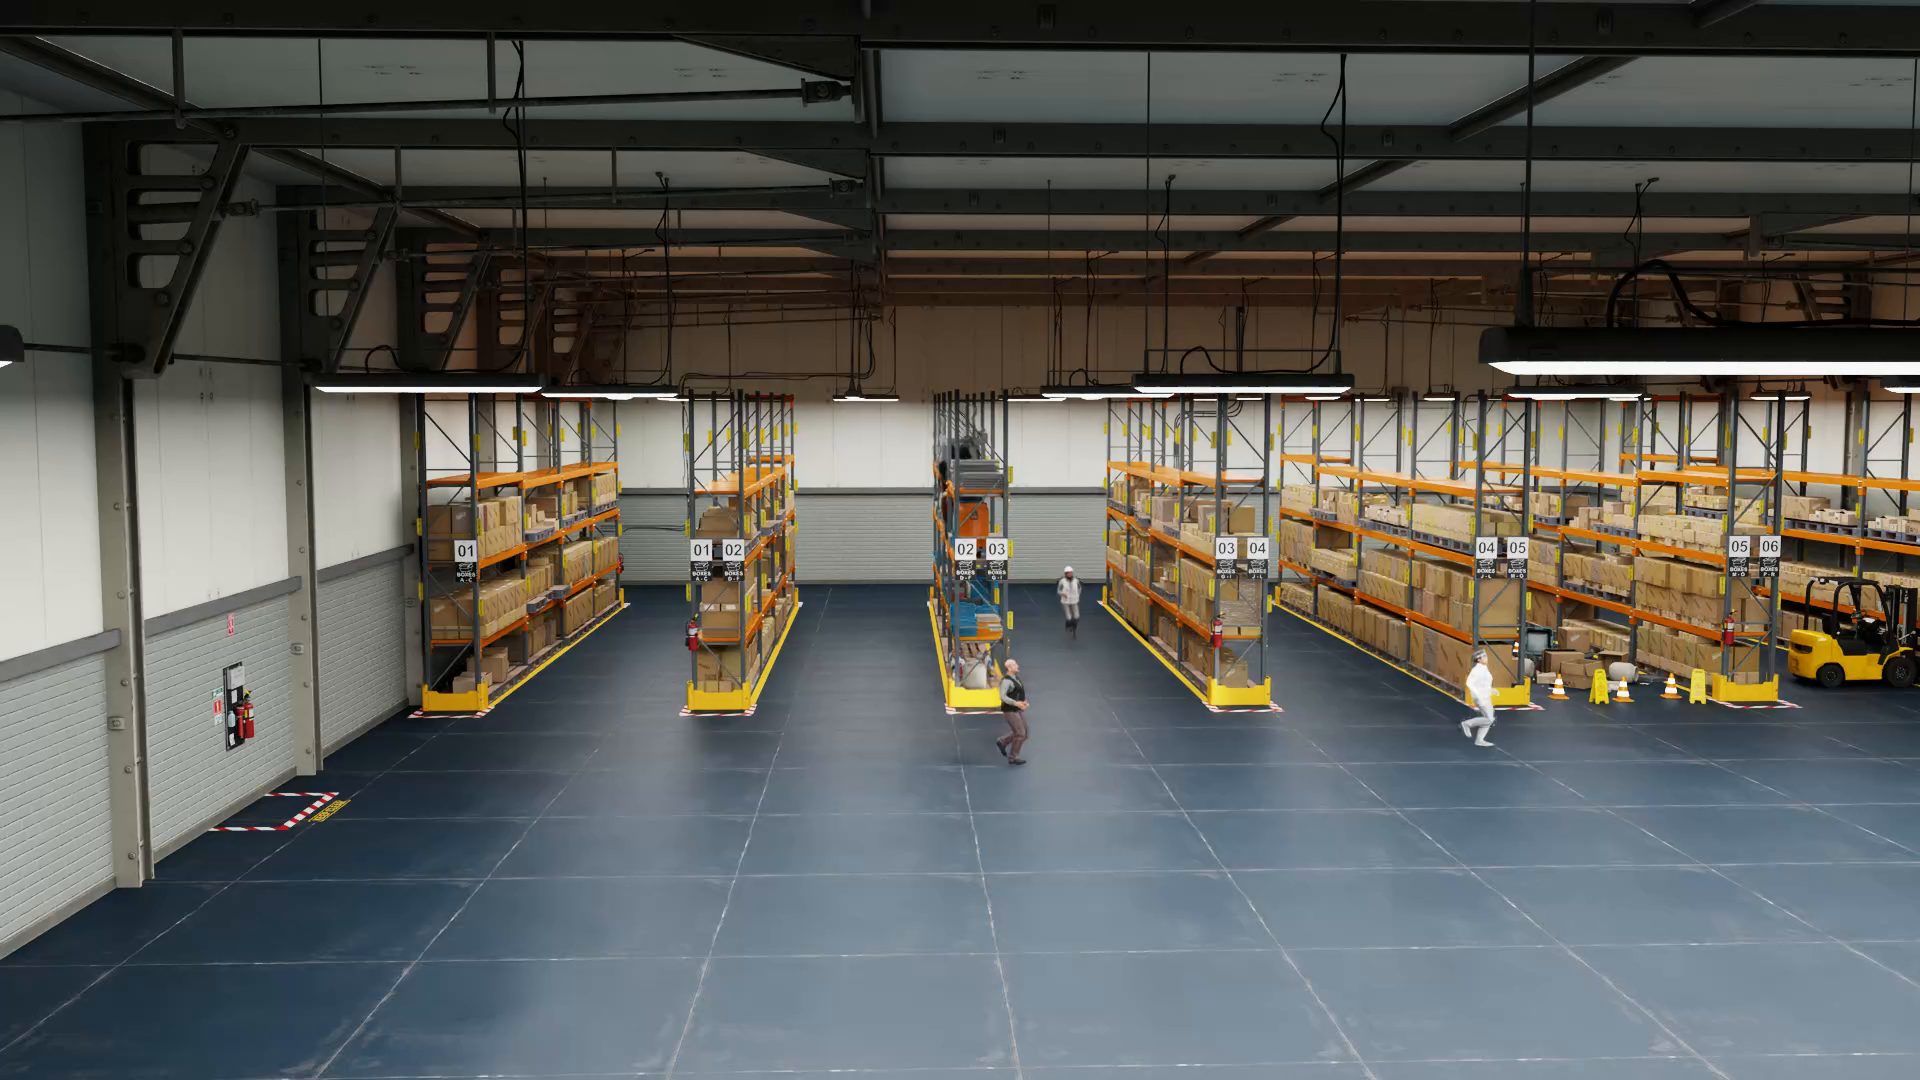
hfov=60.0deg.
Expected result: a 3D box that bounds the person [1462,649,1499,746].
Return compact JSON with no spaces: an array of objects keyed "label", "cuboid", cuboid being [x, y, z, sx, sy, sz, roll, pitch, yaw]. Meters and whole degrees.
[{"label":"person","cuboid":[8.735,2.633,27.890,0.543,1.646,0.631,3,6,33]}]

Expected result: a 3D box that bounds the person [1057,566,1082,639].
[{"label":"person","cuboid":[2.627,1.493,39.640,0.633,1.734,0.681,0,5,-6]}]

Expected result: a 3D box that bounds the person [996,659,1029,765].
[{"label":"person","cuboid":[0.830,2.730,26.447,0.609,1.672,0.657,2,5,20]}]
